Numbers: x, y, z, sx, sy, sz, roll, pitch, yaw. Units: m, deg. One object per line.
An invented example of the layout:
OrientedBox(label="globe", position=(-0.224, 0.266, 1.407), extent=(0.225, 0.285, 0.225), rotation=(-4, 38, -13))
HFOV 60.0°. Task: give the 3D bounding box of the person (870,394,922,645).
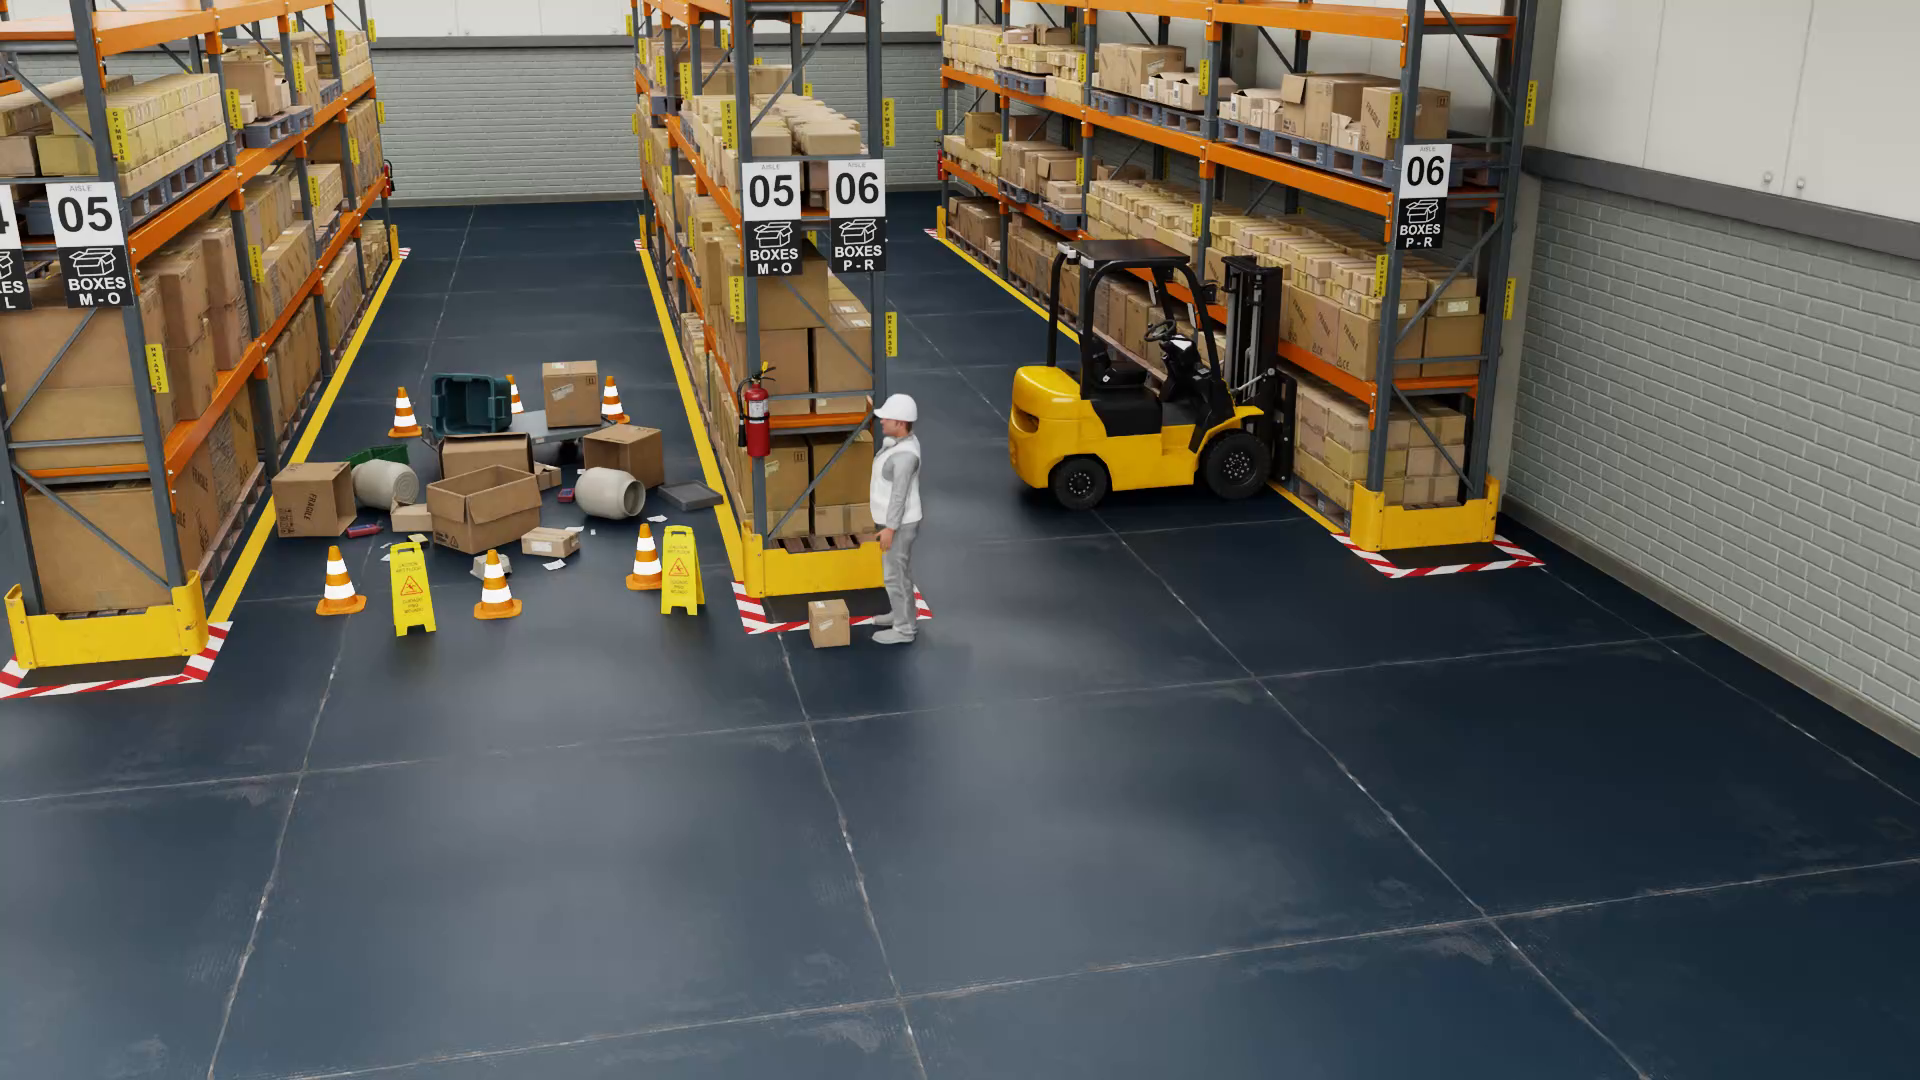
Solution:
OrientedBox(label="person", position=(-0.447, -0.154, 11.467), extent=(0.363, 1.780, 0.592), rotation=(-2, 20, -7))
